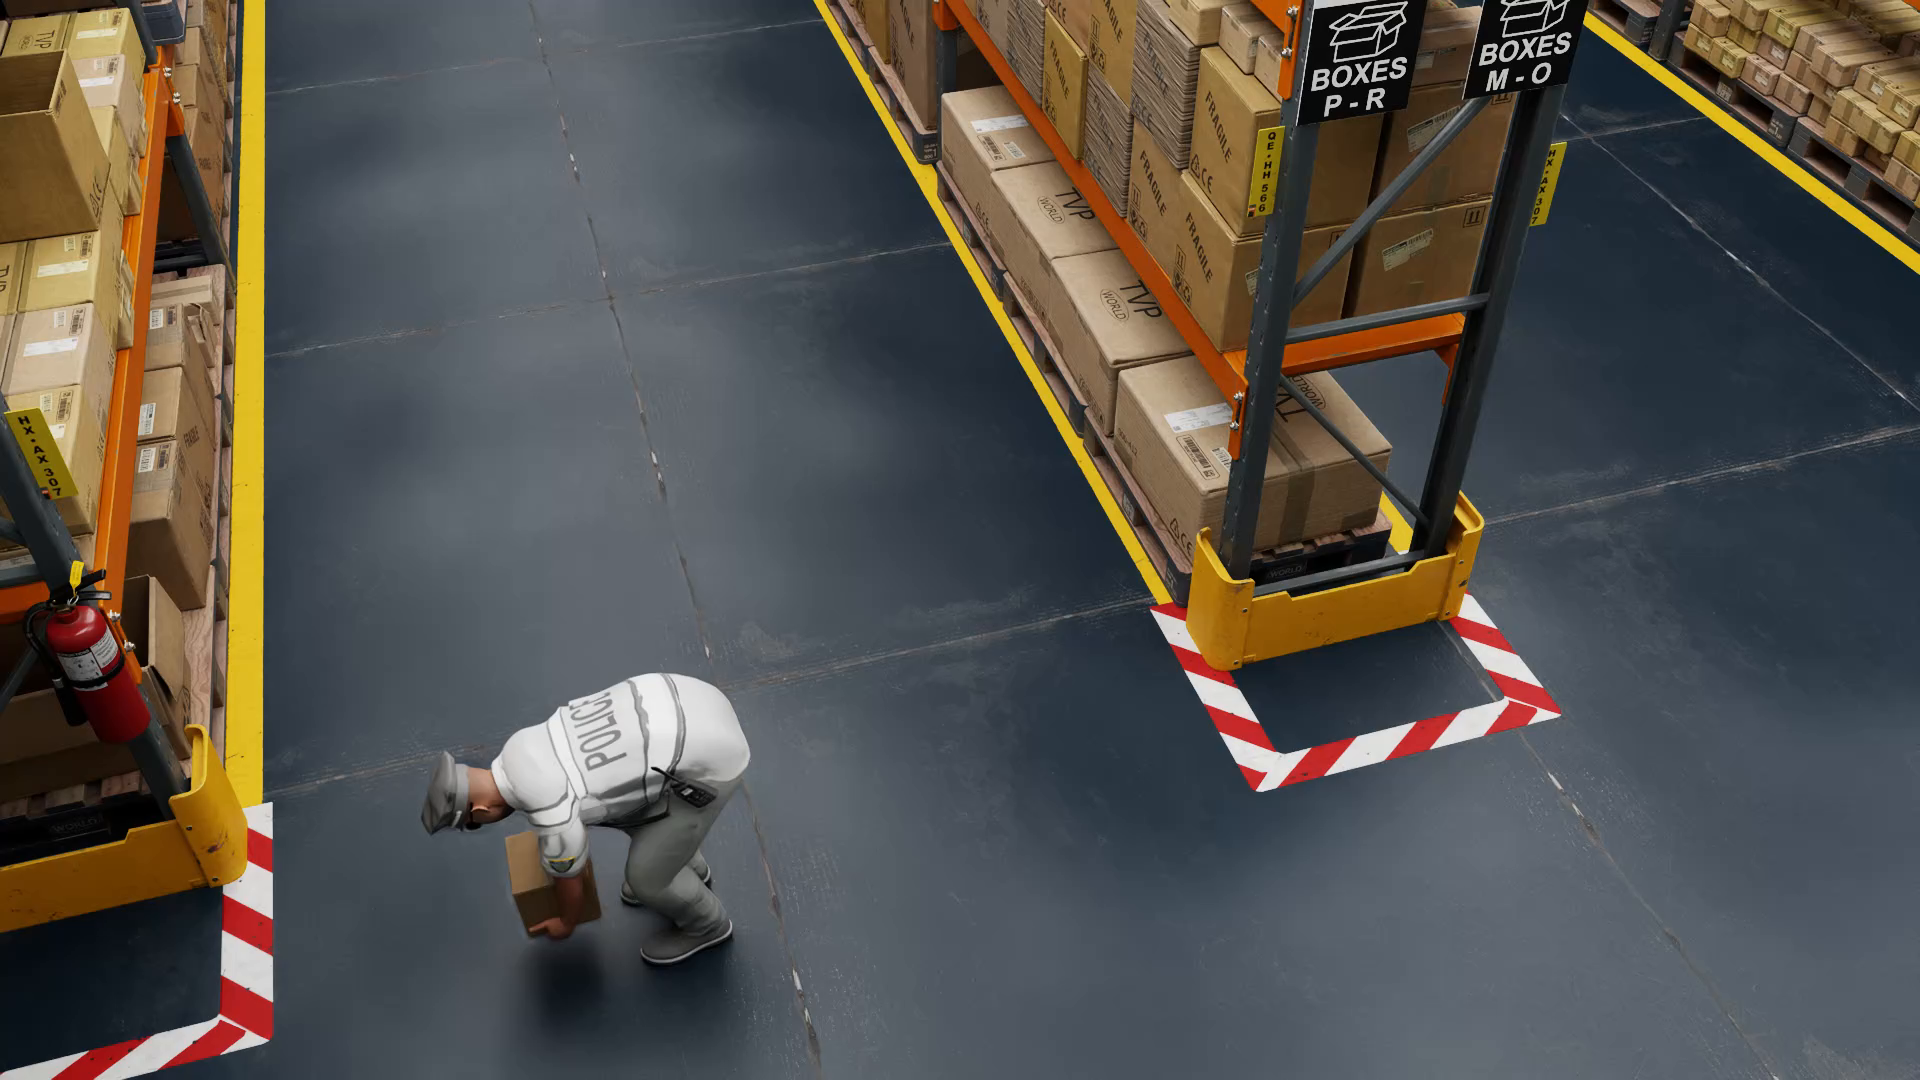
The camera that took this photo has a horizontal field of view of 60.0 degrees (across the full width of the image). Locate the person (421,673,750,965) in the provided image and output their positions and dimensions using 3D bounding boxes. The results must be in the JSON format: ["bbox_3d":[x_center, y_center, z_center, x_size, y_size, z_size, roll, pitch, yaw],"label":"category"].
[{"bbox_3d":[-1.205,0.981,5.560,1.045,1.091,0.501,-13,44,-15],"label":"person"}]
